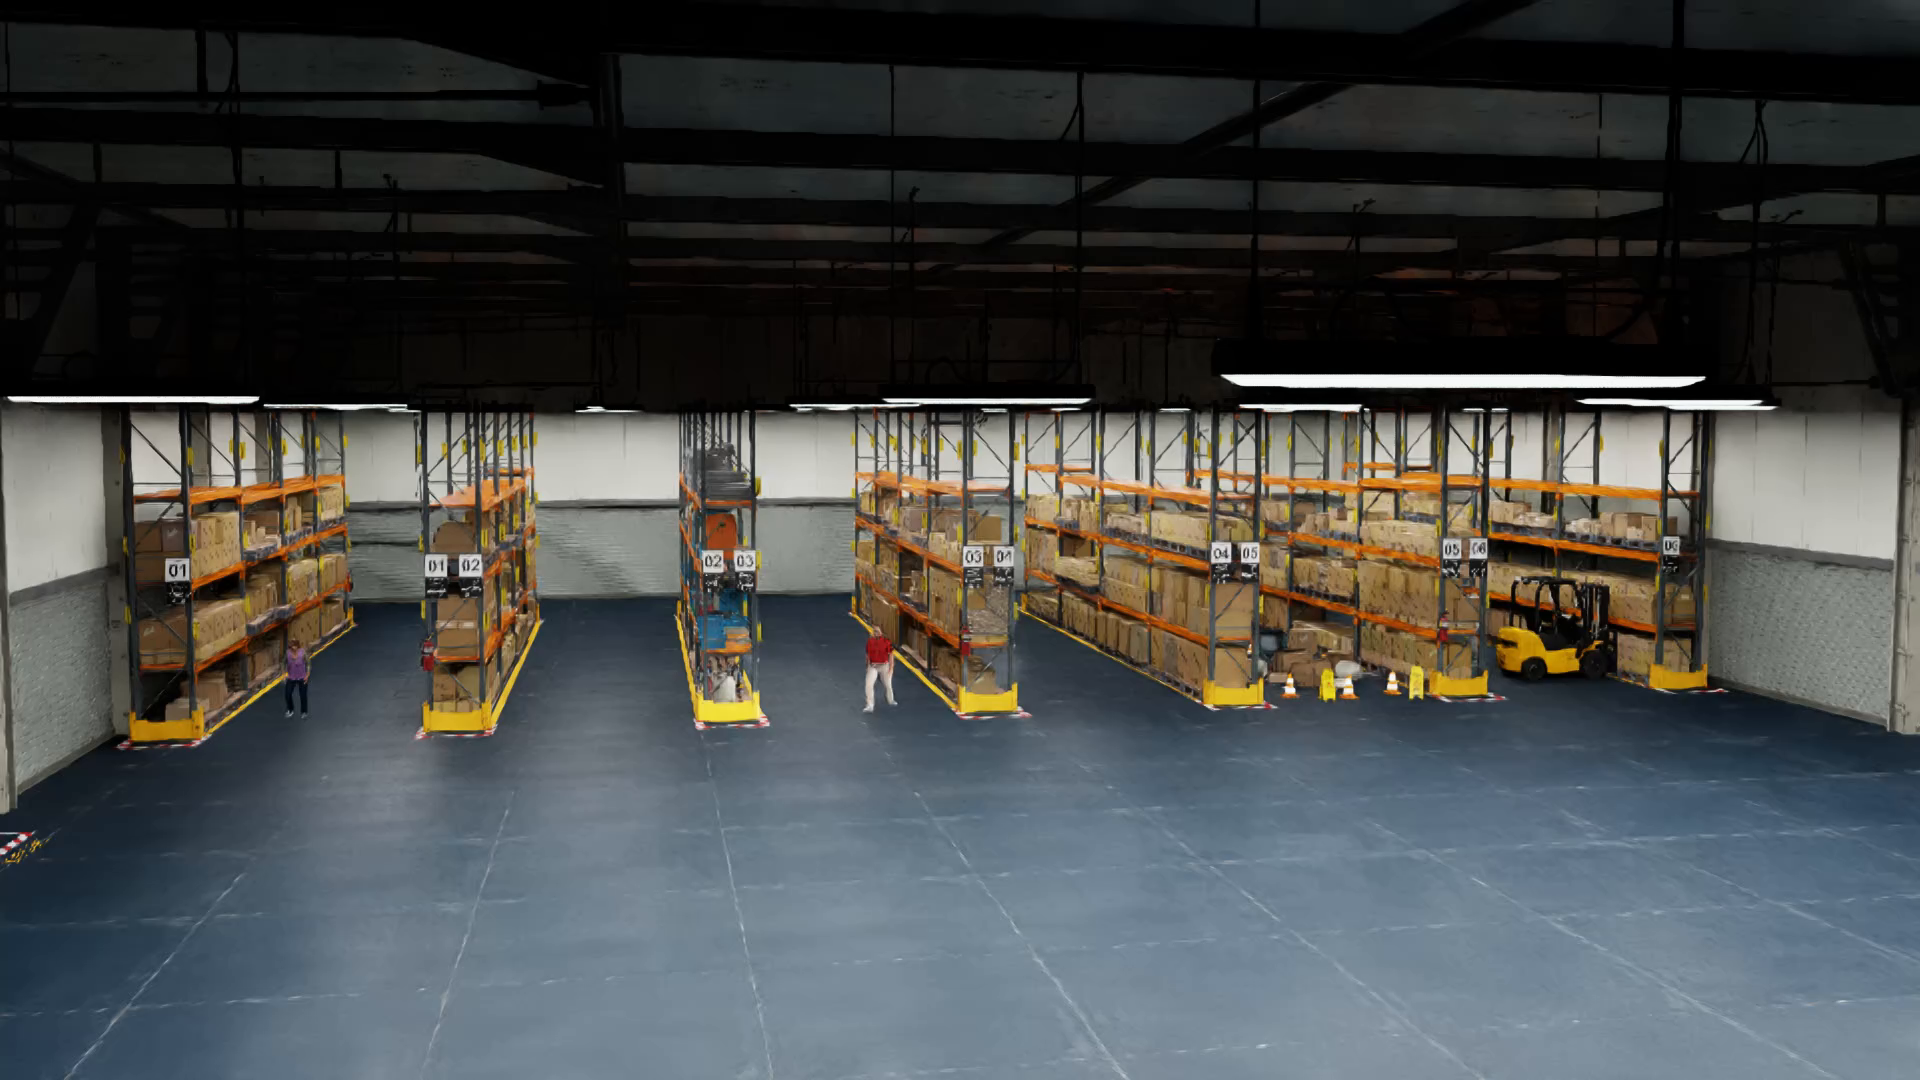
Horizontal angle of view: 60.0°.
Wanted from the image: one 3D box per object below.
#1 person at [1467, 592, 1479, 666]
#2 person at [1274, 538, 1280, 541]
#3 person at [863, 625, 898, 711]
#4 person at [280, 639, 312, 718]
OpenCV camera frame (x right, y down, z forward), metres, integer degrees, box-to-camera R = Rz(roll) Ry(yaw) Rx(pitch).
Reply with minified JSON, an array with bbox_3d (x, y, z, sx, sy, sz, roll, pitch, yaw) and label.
[{"bbox_3d":[11.661,2.026,37.895,0.480,1.666,0.523,2,5,20],"label":"person"},{"bbox_3d":[10.371,0.791,53.908,0.458,1.712,0.689,-4,6,-45],"label":"person"},{"bbox_3d":[-1.558,2.455,32.251,0.584,1.664,0.974,1,4,10],"label":"person"},{"bbox_3d":[-12.492,2.600,31.277,0.551,1.541,0.519,-1,4,-12],"label":"person"}]
